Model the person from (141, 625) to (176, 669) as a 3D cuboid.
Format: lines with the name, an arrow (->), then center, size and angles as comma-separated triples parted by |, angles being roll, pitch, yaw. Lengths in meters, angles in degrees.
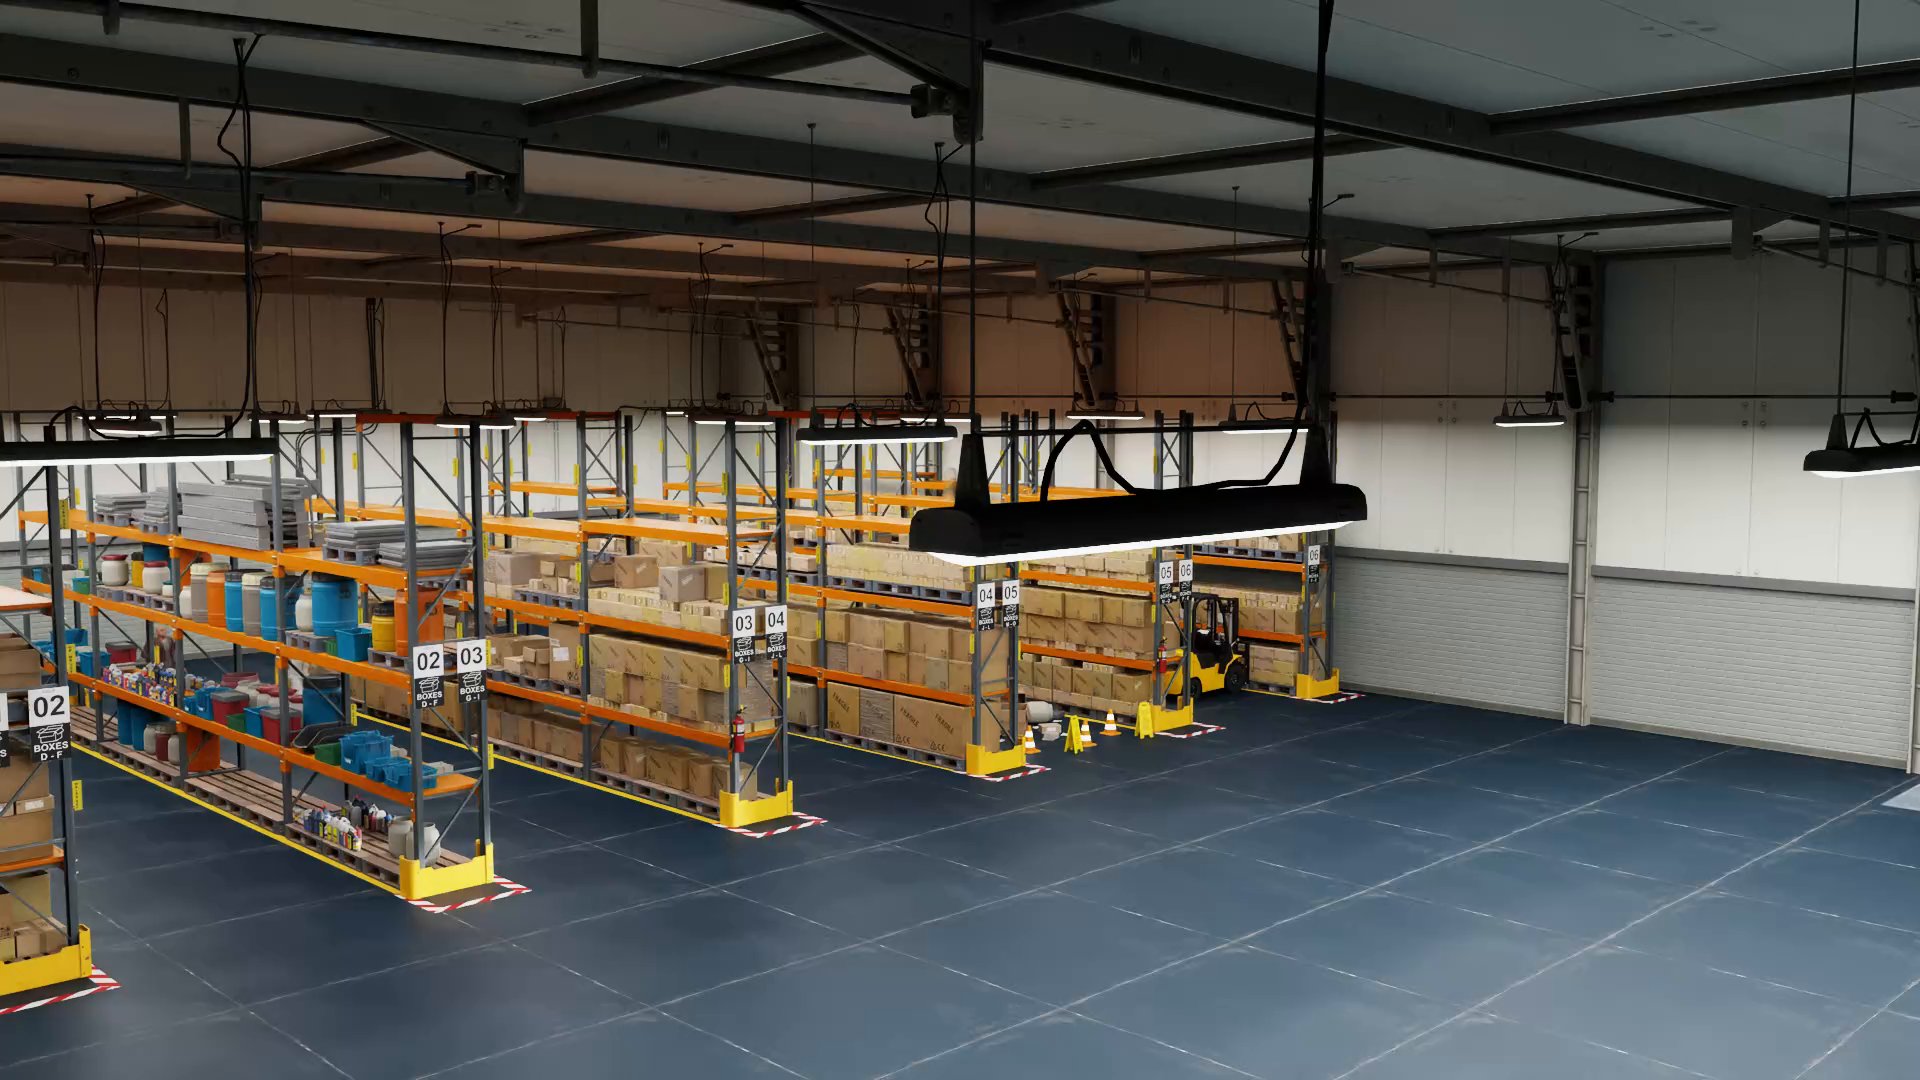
person -> -15.943, 2.569, 33.375 | 0.652, 1.734, 0.720 | 2, 5, 25

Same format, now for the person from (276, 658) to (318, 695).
person -> -12.684, 2.687, 31.912 | 0.769, 1.795, 0.656 | 4, 6, 37
